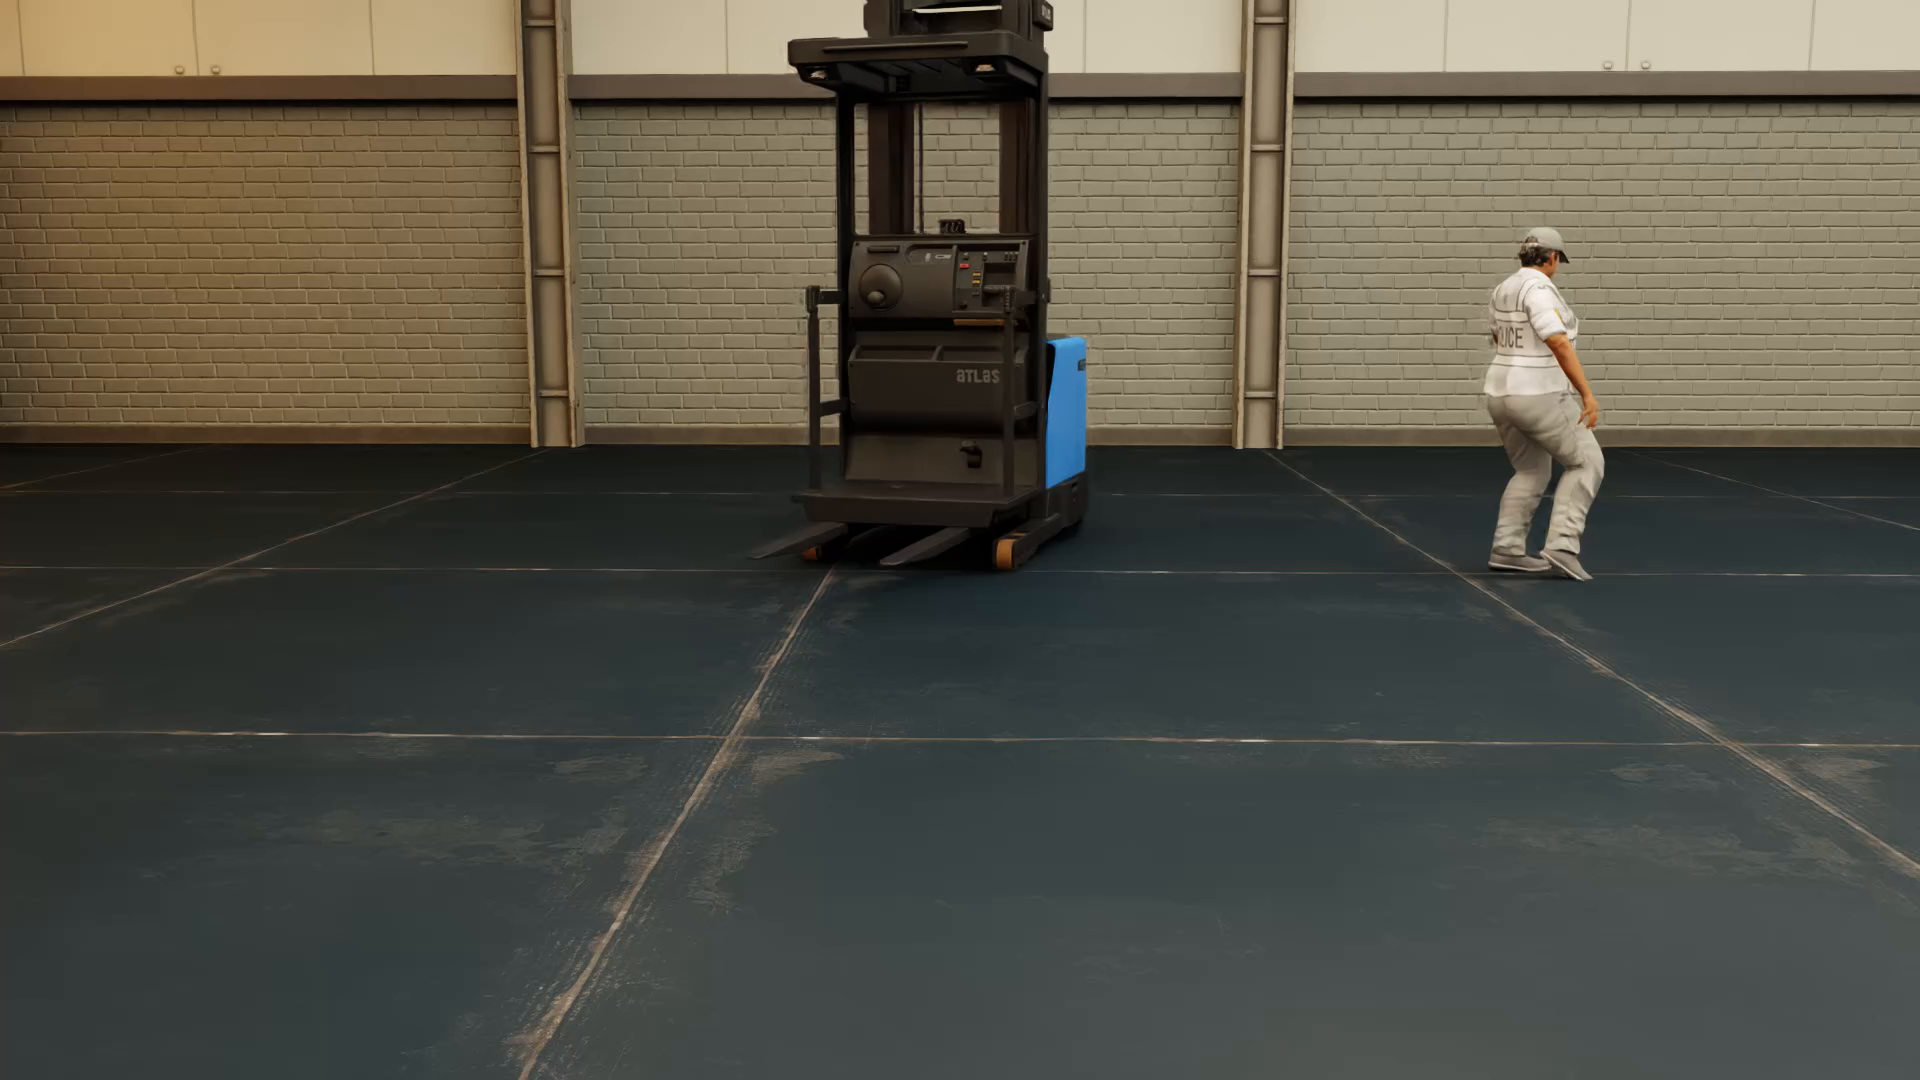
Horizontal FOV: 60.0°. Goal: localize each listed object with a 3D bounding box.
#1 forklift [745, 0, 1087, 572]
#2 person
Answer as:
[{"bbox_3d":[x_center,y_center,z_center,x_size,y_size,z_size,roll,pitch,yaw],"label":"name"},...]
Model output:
[{"bbox_3d":[-0.168,-1.360,8.201,1.130,2.935,3.031,3,9,16],"label":"forklift"},{"bbox_3d":[2.751,-0.633,7.896,0.488,1.685,0.843,-1,9,-5],"label":"person"}]
